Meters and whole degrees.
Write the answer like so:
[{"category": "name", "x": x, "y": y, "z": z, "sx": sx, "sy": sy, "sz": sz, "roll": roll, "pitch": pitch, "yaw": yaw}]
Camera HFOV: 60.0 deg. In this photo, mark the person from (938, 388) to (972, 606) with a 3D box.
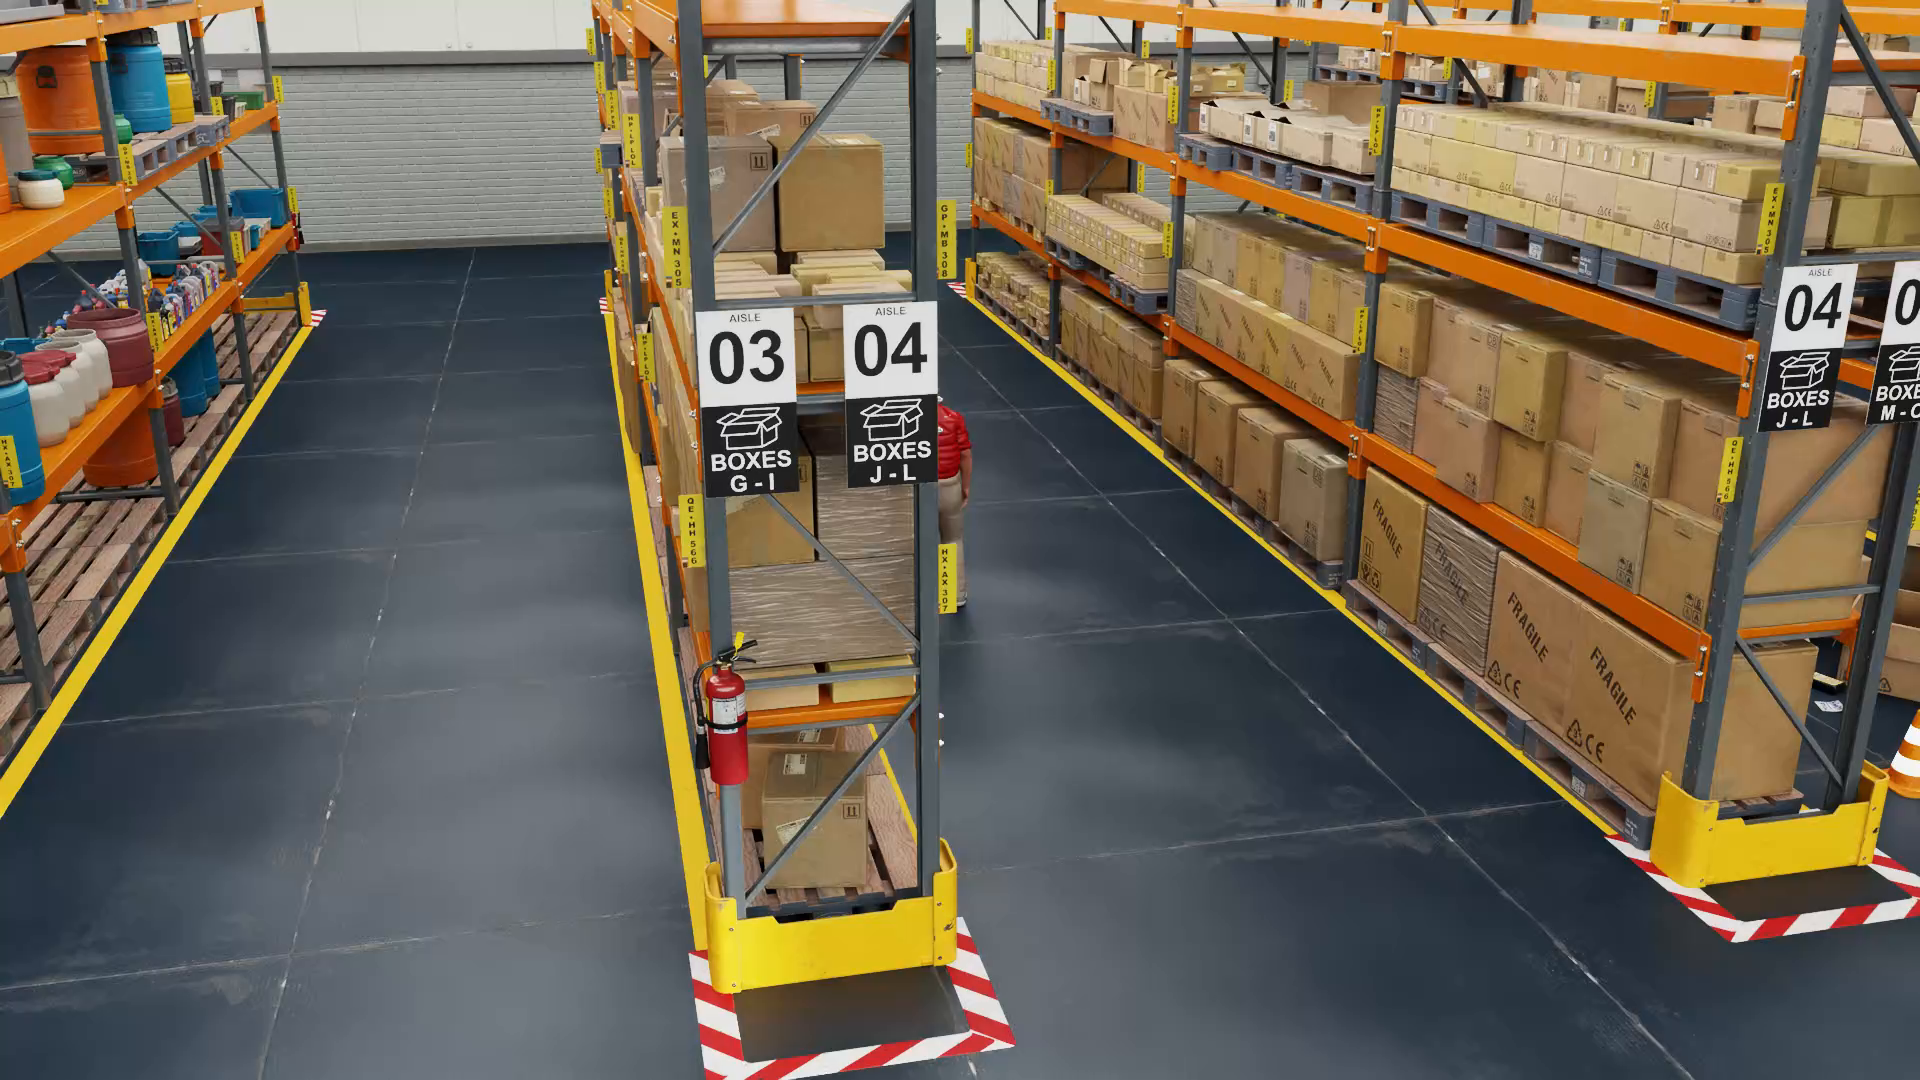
[{"category": "person", "x": -0.202, "y": -0.339, "z": 12.049, "sx": 0.585, "sy": 1.727, "sz": 0.394, "roll": -6, "pitch": 20, "yaw": -16}]
